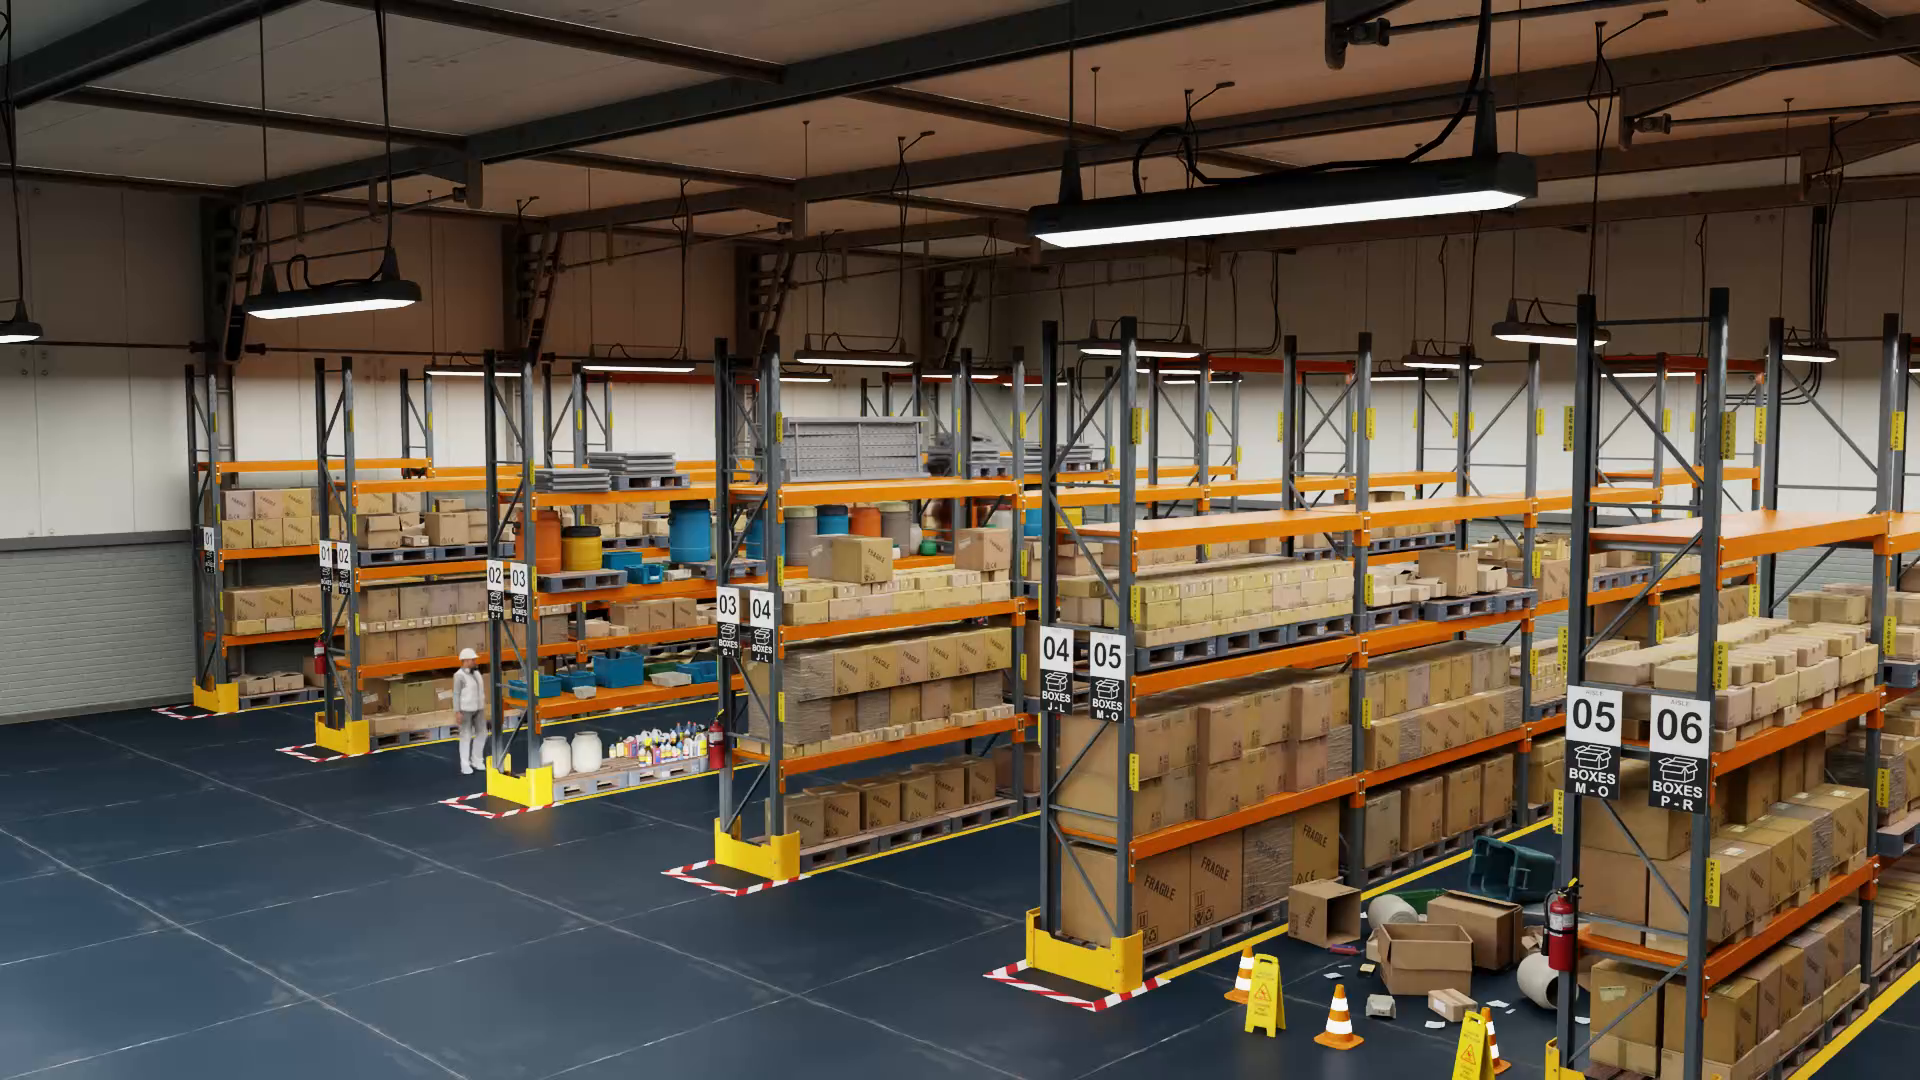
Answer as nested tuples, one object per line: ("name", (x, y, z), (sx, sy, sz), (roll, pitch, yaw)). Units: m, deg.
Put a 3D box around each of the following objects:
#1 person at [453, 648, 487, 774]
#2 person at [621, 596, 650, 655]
("person", (-7.064, 2.487, 23.973), (0.394, 1.854, 0.620), (2, 5, 29))
("person", (-6.180, 1.852, 31.660), (0.631, 1.783, 0.465), (-1, 4, -10))
